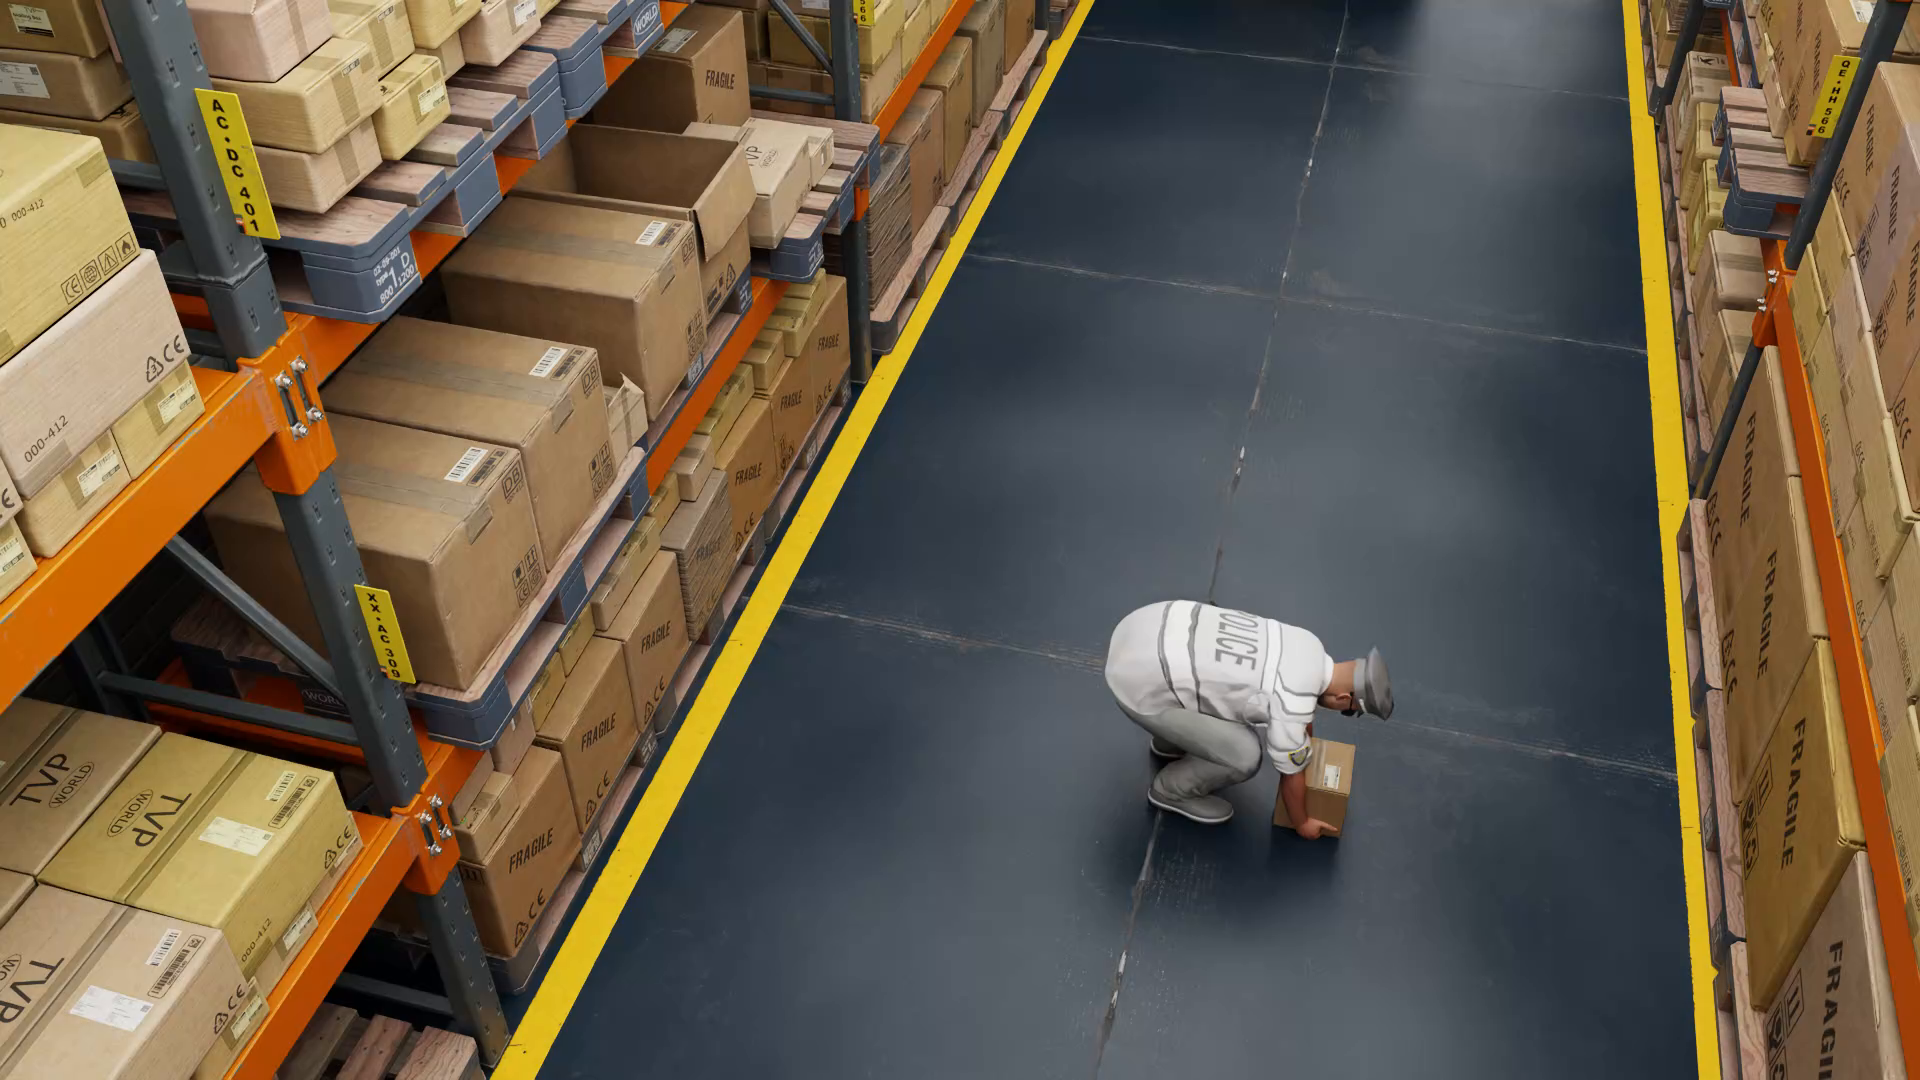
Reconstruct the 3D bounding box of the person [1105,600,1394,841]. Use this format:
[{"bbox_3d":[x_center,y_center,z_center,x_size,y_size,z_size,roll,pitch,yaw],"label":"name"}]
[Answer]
[{"bbox_3d":[1.044,0.641,6.119,1.032,0.865,0.530,9,42,10],"label":"person"}]
